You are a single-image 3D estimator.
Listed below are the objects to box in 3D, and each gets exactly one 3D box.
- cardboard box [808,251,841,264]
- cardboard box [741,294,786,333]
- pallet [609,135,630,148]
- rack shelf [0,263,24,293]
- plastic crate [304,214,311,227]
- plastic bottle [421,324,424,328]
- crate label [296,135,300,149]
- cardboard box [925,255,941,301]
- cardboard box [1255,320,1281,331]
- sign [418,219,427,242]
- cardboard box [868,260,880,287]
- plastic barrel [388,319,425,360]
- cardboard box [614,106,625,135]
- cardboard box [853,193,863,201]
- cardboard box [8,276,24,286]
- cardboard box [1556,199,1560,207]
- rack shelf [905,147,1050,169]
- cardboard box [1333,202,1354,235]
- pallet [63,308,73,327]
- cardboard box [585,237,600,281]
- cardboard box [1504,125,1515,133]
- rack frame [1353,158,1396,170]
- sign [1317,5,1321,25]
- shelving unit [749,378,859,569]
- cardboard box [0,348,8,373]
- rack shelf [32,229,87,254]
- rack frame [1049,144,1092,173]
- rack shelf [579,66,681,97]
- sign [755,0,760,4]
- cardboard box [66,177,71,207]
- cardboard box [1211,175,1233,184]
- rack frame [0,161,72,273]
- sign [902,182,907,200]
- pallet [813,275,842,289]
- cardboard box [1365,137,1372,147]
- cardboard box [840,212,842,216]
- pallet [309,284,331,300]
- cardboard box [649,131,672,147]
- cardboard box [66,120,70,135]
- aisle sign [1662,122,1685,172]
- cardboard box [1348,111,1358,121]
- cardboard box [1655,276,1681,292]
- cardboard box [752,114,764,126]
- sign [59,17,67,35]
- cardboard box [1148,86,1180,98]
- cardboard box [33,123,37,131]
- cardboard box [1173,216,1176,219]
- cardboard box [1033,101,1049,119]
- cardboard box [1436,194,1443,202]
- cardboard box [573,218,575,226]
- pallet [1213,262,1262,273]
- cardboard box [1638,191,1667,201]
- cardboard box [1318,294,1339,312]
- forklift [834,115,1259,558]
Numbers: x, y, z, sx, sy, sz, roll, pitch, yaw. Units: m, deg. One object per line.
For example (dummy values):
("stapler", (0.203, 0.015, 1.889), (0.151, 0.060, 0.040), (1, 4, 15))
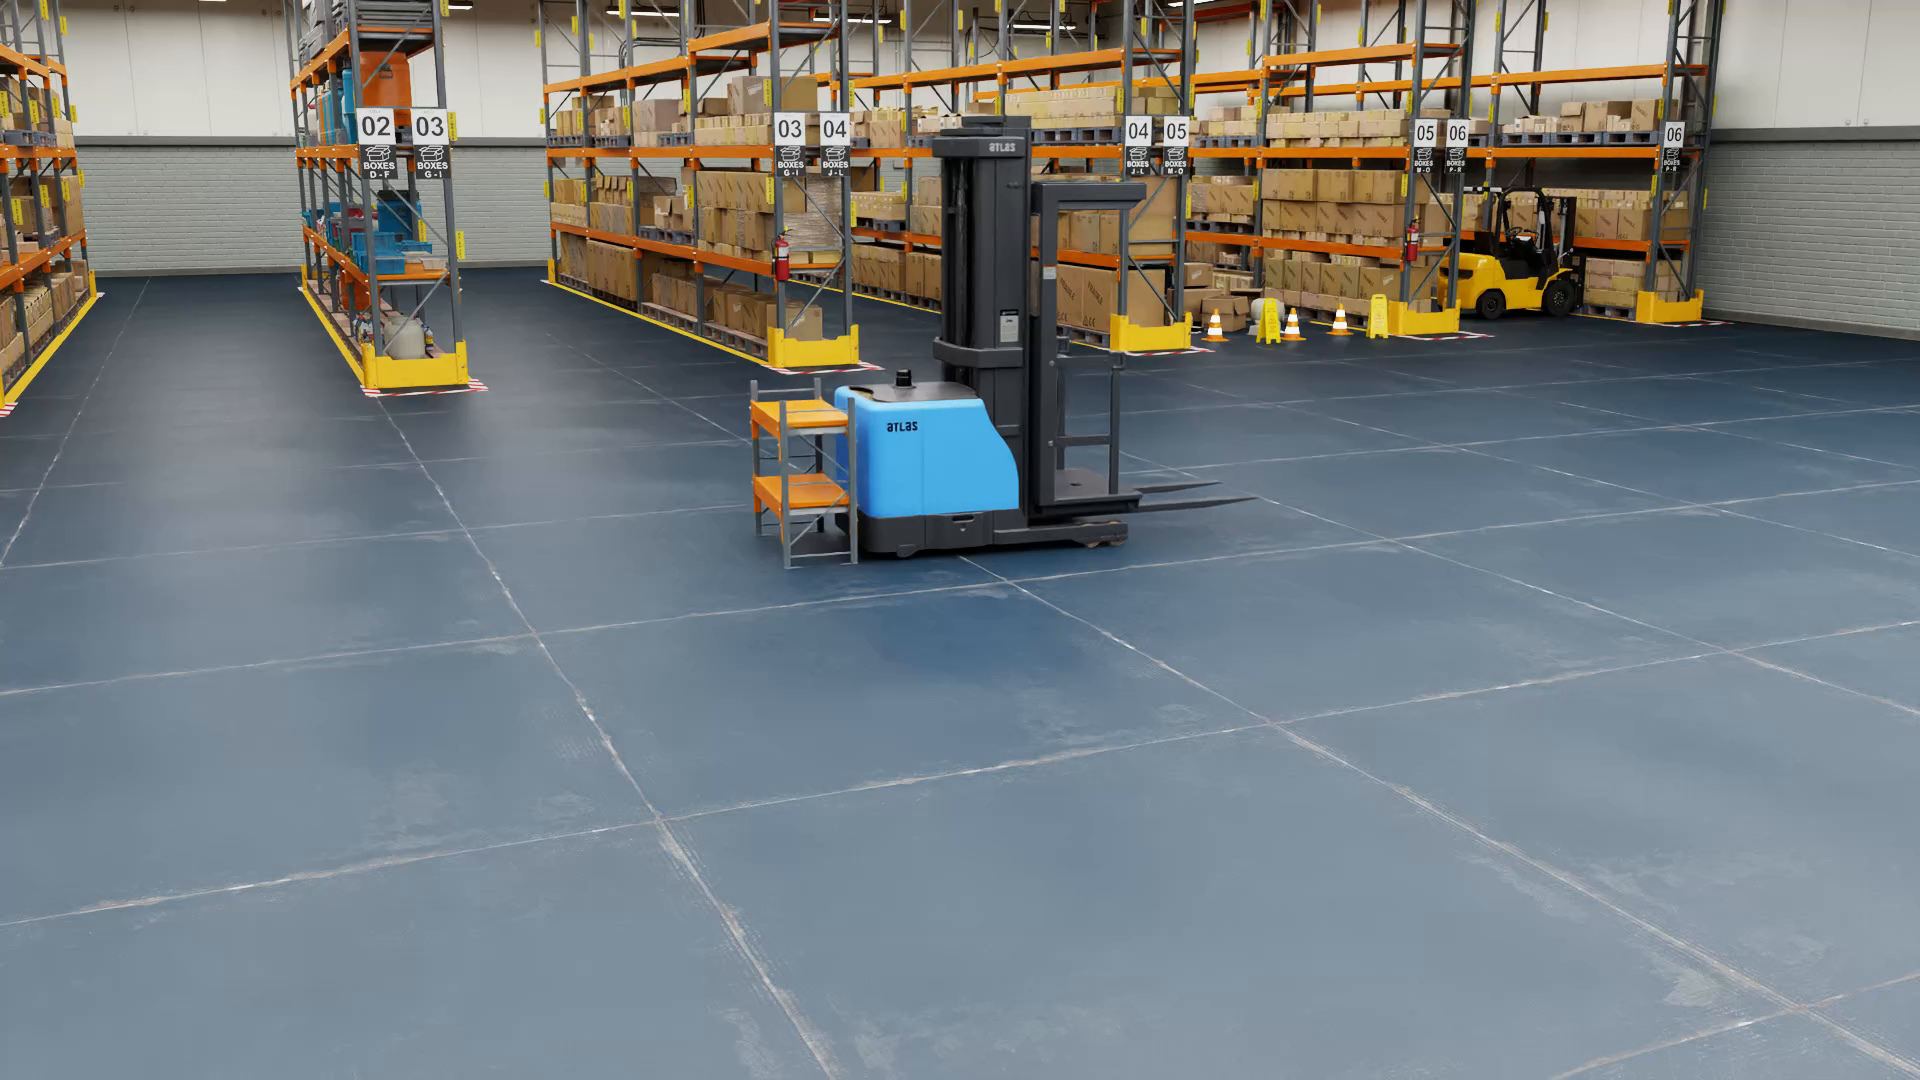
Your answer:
("cardboard box", (-1.787, -3.716, 21.830), (0.380, 0.149, 0.250), (-6, 14, -23))
("cardboard box", (-2.813, -3.246, 23.855), (0.500, 0.500, 0.500), (-7, 15, -28))
("pallet", (-5.402, -6.908, 28.832), (1.213, 0.211, 1.003), (-5, 14, -20))
("rack shelf", (-11.771, -2.927, 19.458), (1.077, 0.370, 4.000), (-6, 14, -23))
("plastic crate", (-12.394, -6.149, 32.024), (0.416, 0.233, 0.300), (-6, 14, -23))
("plastic bottle", (-7.129, -2.732, 22.095), (0.097, 0.271, 0.097), (0, 13, 0))
("crate label", (-12.765, -7.785, 32.533), (0.408, 0.251, 0.502), (-6, 14, -23))
("cardboard box", (0.004, -4.632, 29.289), (1.050, 0.750, 0.750), (-5, 14, -22))
("cardboard box", (4.813, -3.352, 26.024), (0.380, 0.149, 0.250), (1, 13, 6))
("sign", (-7.523, -4.319, 23.265), (0.100, 0.325, 0.005), (-6, 14, -23))
("cardboard box", (-1.445, -5.152, 32.091), (0.500, 0.500, 0.500), (-6, 14, -25))
("plastic barrel", (-6.763, -2.432, 20.312), (0.421, 0.512, 0.421), (0, 13, 0))
("cardboard box", (-5.833, -7.415, 29.451), (0.500, 0.500, 0.500), (-5, 14, -20))
("cardboard box", (-1.858, -6.646, 32.240), (0.380, 0.149, 0.250), (-5, 14, -21))
("cardboard box", (-14.790, -4.062, 25.672), (0.500, 0.250, 0.500), (-5, 14, -21))
("cardboard box", (10.621, -5.882, 28.973), (0.380, 0.149, 0.250), (-6, 14, -24))
("rack shelf", (0.290, -6.535, 28.398), (1.077, 0.370, 4.000), (-6, 14, -23))
("cardboard box", (6.325, -5.141, 26.550), (0.500, 0.500, 0.500), (-6, 14, -23))
("pallet", (-14.923, -3.567, 26.816), (1.003, 0.211, 1.213), (-6, 14, -23))
("cardboard box", (-6.889, -5.550, 32.979), (0.875, 0.875, 0.875), (-6, 14, -23))
("cardboard box", (10.035, -7.401, 29.945), (0.380, 0.149, 0.250), (-5, 14, -22))
("rack frame", (8.531, -6.755, 34.403), (1.000, 3.000, 0.127), (-6, 14, -23))
("sign", (6.091, -8.941, 28.297), (0.100, 0.325, 0.005), (-6, 14, -23))
("shelving unit", (-1.084, -0.483, 11.459), (0.538, 1.125, 1.048), (-4, 14, -17))
("cardboard box", (-11.384, -2.066, 19.311), (0.500, 0.250, 0.500), (-6, 14, -23))
("rack shelf", (-16.578, -5.406, 30.170), (1.077, 0.370, 4.000), (-6, 14, -23))
("rack frame", (2.382, -7.132, 36.033), (1.000, 3.000, 0.127), (-6, 14, -23))
("rack shelf", (-5.897, -8.201, 29.830), (1.077, 0.370, 4.000), (-6, 14, -23))
("sign", (-2.989, -8.046, 24.429), (0.100, 0.325, 0.005), (-6, 14, -23))
("cardboard box", (-15.915, -6.108, 29.170), (0.500, 0.500, 0.500), (-6, 14, -25))
("cardboard box", (4.898, -6.707, 30.947), (0.380, 0.149, 0.250), (-6, 14, -26))
("rack frame", (-15.776, -5.343, 28.303), (1.000, 3.000, 0.127), (-6, 14, -23))
("sign", (-1.004, -6.312, 30.099), (0.100, 0.325, 0.005), (-6, 14, -23))
("pallet", (-2.415, -5.441, 34.912), (1.003, 0.211, 1.213), (-6, 14, -23))
("cardboard box", (6.544, -6.205, 25.933), (0.380, 0.149, 0.250), (-6, 14, -23))
("cardboard box", (-2.164, -6.515, 32.991), (0.380, 0.149, 0.250), (-6, 14, -23))
("pallet", (-12.059, -4.832, 32.279), (1.003, 0.211, 1.213), (-6, 14, -23))
("cardboard box", (-4.721, -6.467, 26.842), (0.500, 0.250, 0.500), (-5, 14, -22))
("cardboard box", (-16.739, -7.615, 30.691), (0.500, 0.250, 0.500), (-6, 14, -23))
("aisle sign", (11.493, -6.328, 26.795), (0.394, 0.787, 0.004), (-6, 14, -23))
("cardboard box", (6.369, -6.696, 26.286), (0.380, 0.149, 0.250), (-6, 14, -25))
("cardboard box", (11.737, -4.326, 27.969), (0.500, 0.250, 0.500), (-5, 14, -22))
("cardboard box", (-2.495, -5.481, 21.693), (0.380, 0.149, 0.250), (-6, 14, -25))
("sign", (-16.862, -9.670, 31.273), (0.100, 0.325, 0.005), (-6, 14, -23))
("cardboard box", (2.852, -6.263, 23.263), (0.380, 0.149, 0.250), (-5, 14, -22))
("cardboard box", (-14.792, -6.327, 25.679), (0.910, 0.500, 0.500), (-6, 14, -23))
("cardboard box", (4.185, -6.123, 31.300), (0.380, 0.149, 0.250), (-6, 14, -23))
("cardboard box", (1.437, -6.463, 25.011), (0.500, 0.250, 0.500), (-6, 14, -24))
("cardboard box", (9.349, -6.553, 31.870), (0.380, 0.149, 0.250), (-6, 14, -24))
("cardboard box", (-7.533, -6.361, 33.257), (0.380, 0.149, 0.250), (-5, 14, -22))
("pallet", (6.654, -6.365, 38.902), (1.003, 0.211, 1.213), (-6, 14, -23))
("cardboard box", (11.399, -5.667, 27.381), (0.380, 0.149, 0.250), (-6, 14, -23))
("cardboard box", (6.204, -3.876, 27.131), (0.500, 0.250, 0.500), (-6, 14, -25))
("forklift", (0.666, -1.487, 11.795), (3.031, 2.935, 1.130), (-4, 14, -18))
